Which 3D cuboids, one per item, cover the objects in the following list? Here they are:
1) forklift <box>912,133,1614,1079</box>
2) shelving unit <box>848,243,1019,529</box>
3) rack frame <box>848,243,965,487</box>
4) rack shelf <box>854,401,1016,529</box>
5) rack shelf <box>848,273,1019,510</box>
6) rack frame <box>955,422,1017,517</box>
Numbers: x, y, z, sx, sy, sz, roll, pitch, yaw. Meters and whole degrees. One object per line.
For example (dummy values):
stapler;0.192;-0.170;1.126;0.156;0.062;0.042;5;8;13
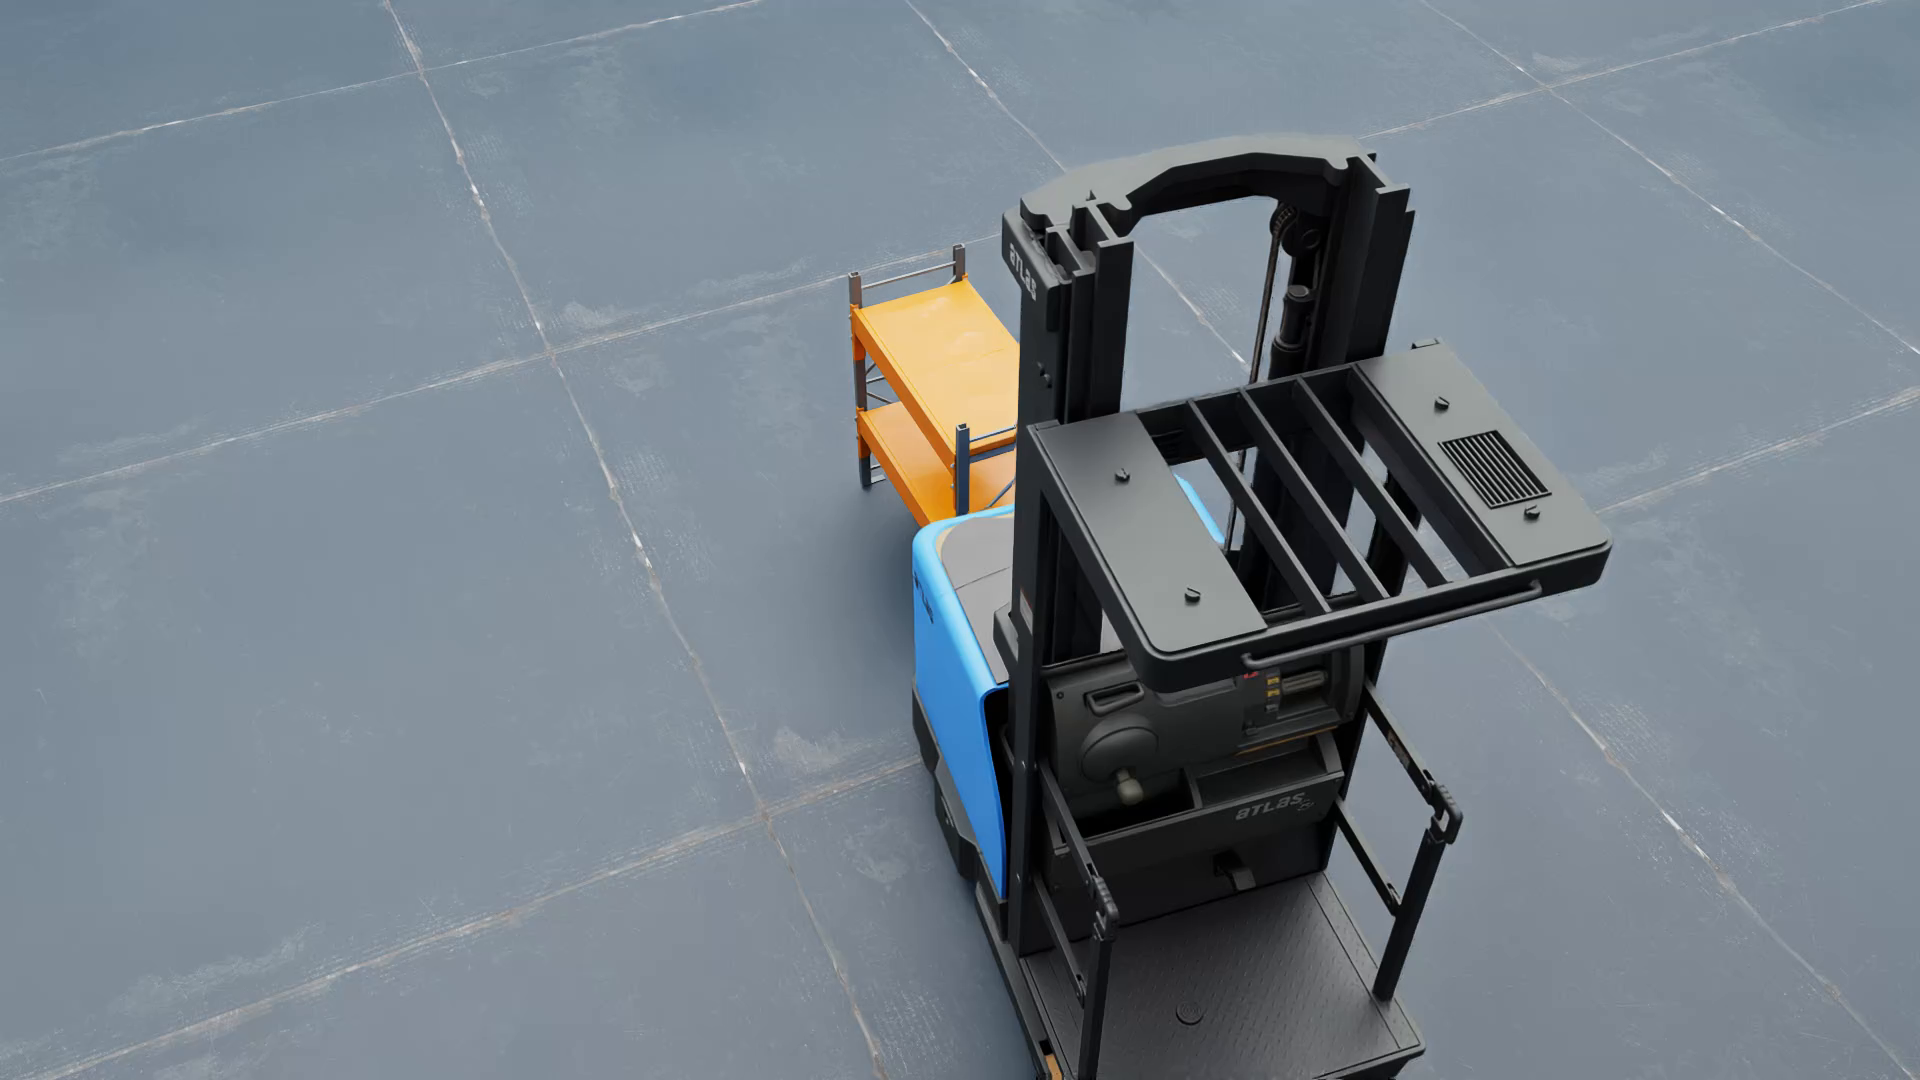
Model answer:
forklift;0.763;0.553;4.472;1.130;2.935;3.031;-13;46;-13
shelving unit;0.003;-0.396;6.719;0.538;1.125;1.048;-18;47;-17
rack frame;-0.211;-0.720;7.048;0.500;1.125;0.032;-18;47;-17
rack shelf;0.003;-0.222;6.891;0.538;0.278;1.000;-18;47;-17
rack shelf;0.003;-0.604;6.514;0.538;0.278;1.000;-18;47;-17
rack frame;0.217;-0.072;6.391;0.500;1.125;0.032;-18;47;-17
